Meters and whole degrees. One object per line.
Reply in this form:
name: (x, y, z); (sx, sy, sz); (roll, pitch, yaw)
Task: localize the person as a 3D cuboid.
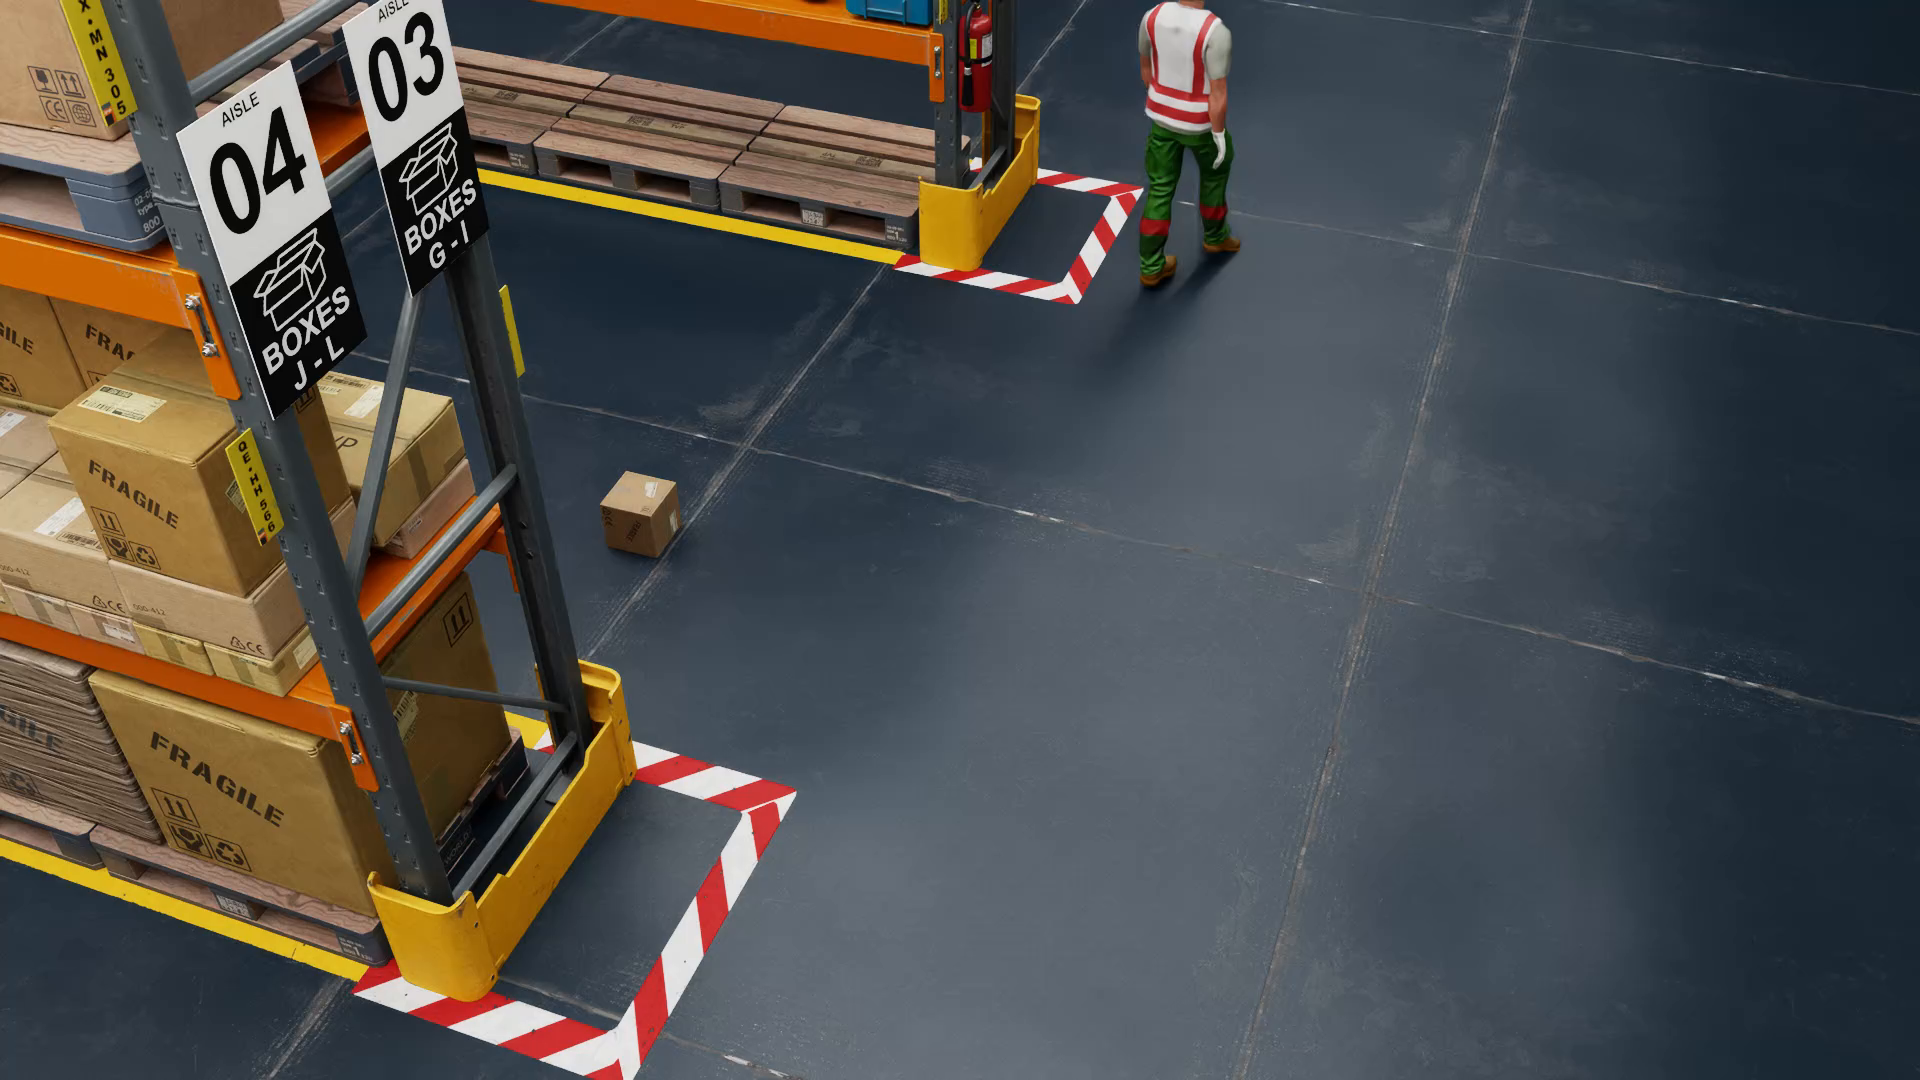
person: (1.213, -2.221, 8.683); (0.579, 1.811, 0.765); (23, 46, 24)
